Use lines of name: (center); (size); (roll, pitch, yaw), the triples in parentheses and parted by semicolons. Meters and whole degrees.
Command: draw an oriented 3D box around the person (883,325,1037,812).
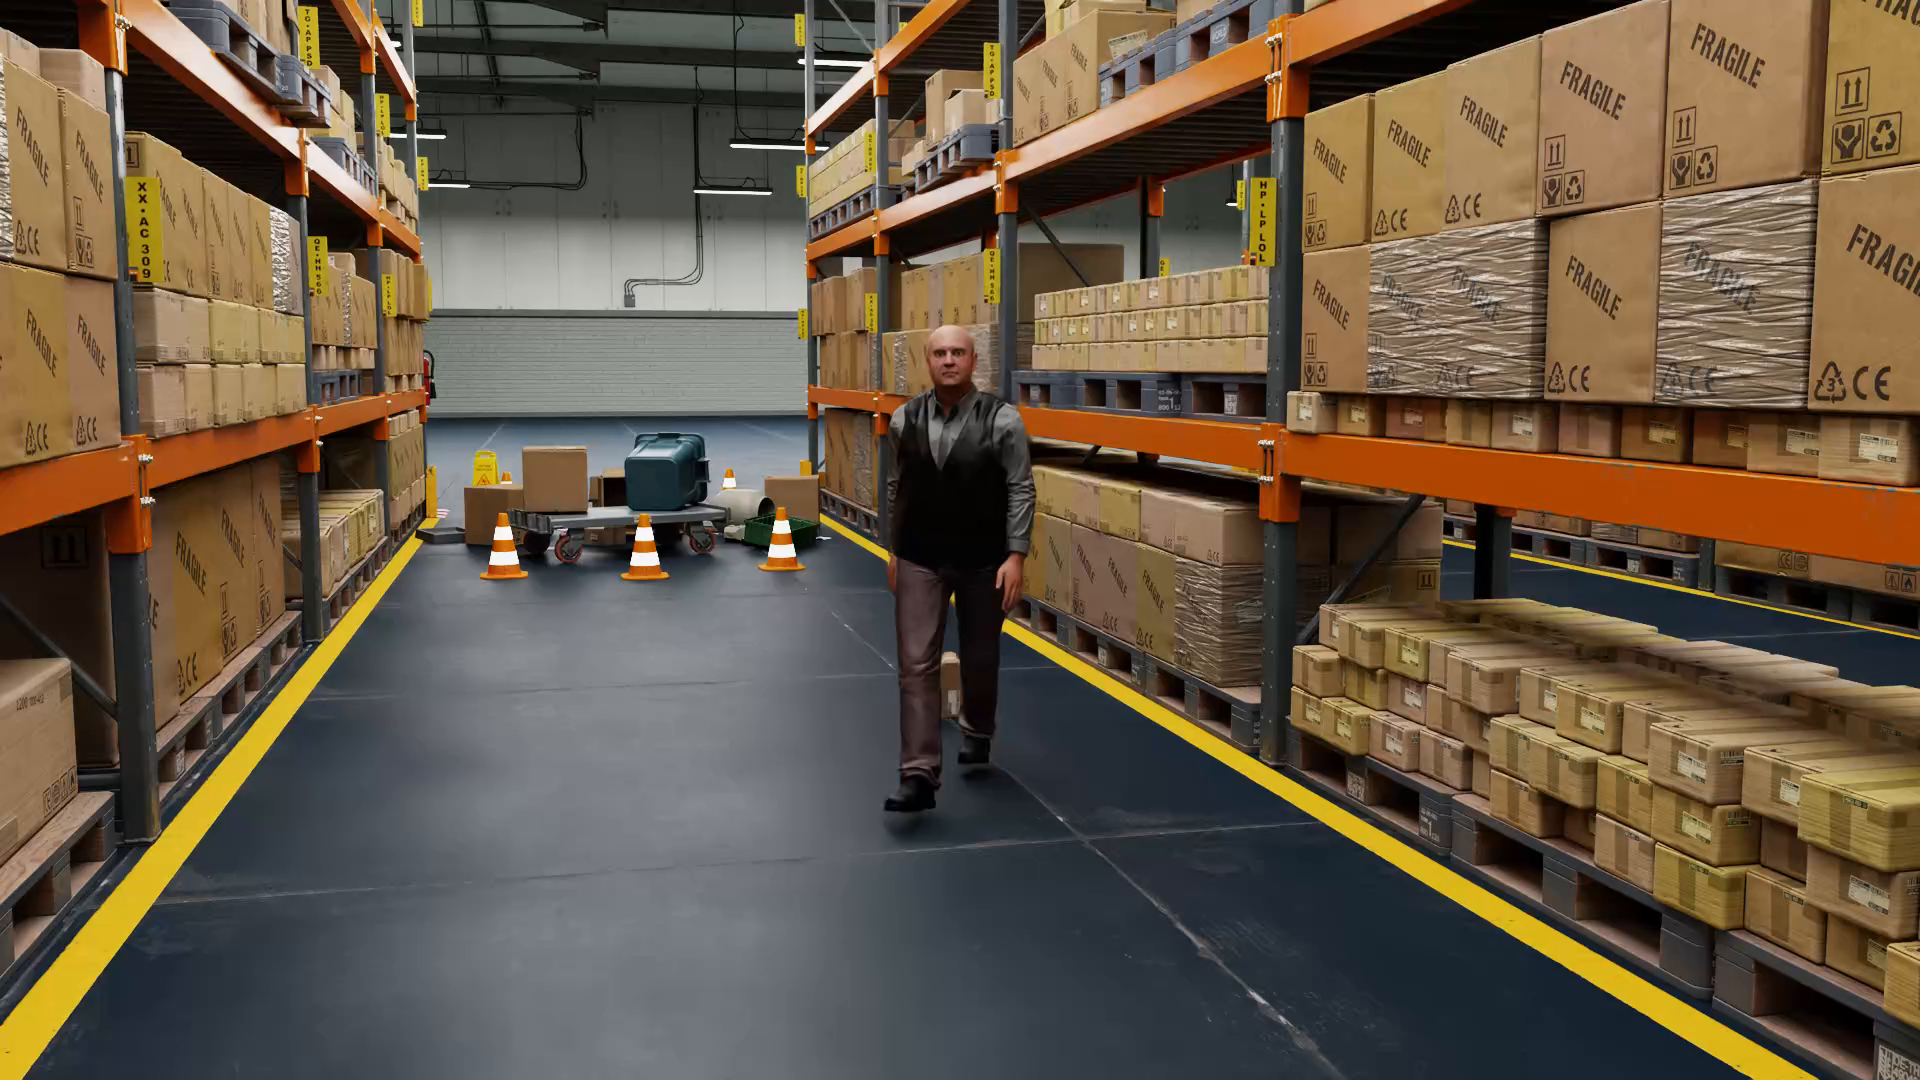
person: (-0.010, 0.075, 5.902); (0.565, 1.661, 1.056); (1, 6, 7)
